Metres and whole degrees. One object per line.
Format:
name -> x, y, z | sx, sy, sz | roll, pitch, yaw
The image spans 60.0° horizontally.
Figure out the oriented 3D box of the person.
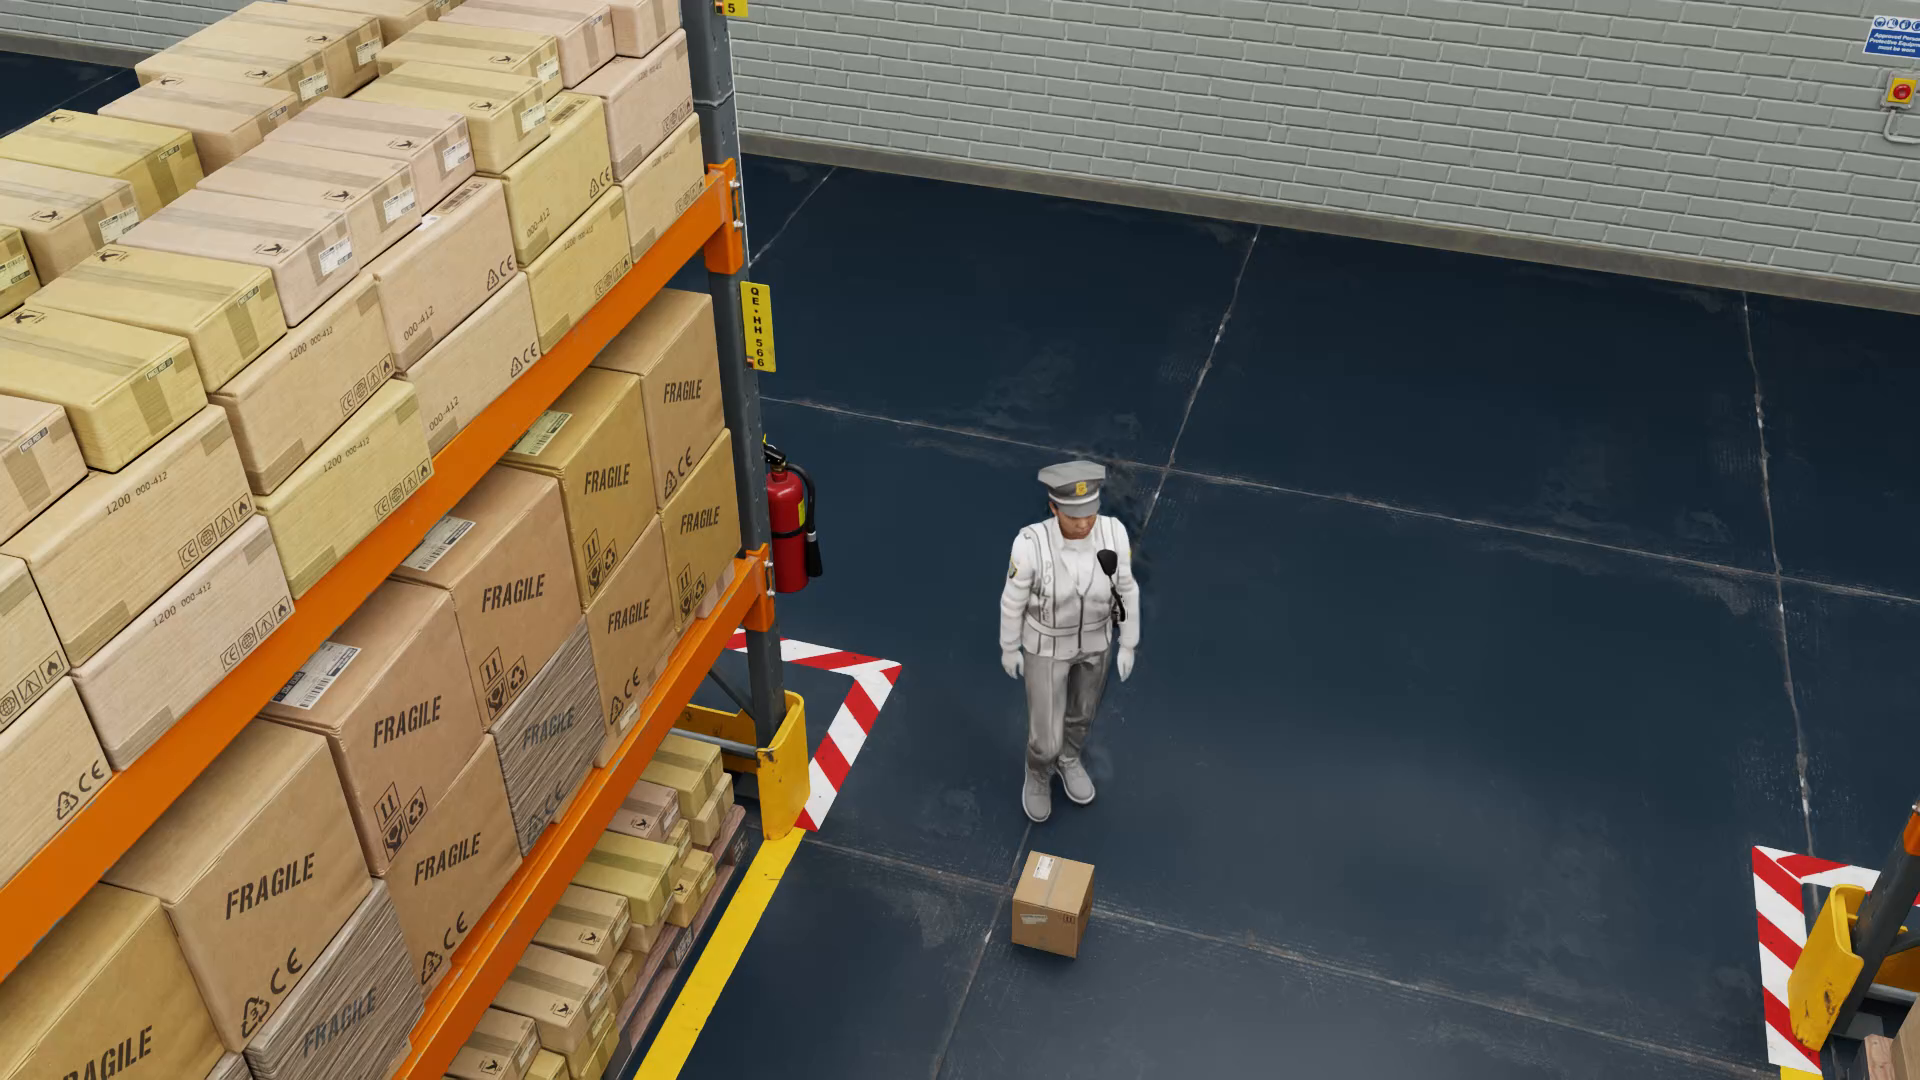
person -> 0.425, 0.403, 6.312 | 0.515, 1.675, 0.447 | -12, 39, -15
